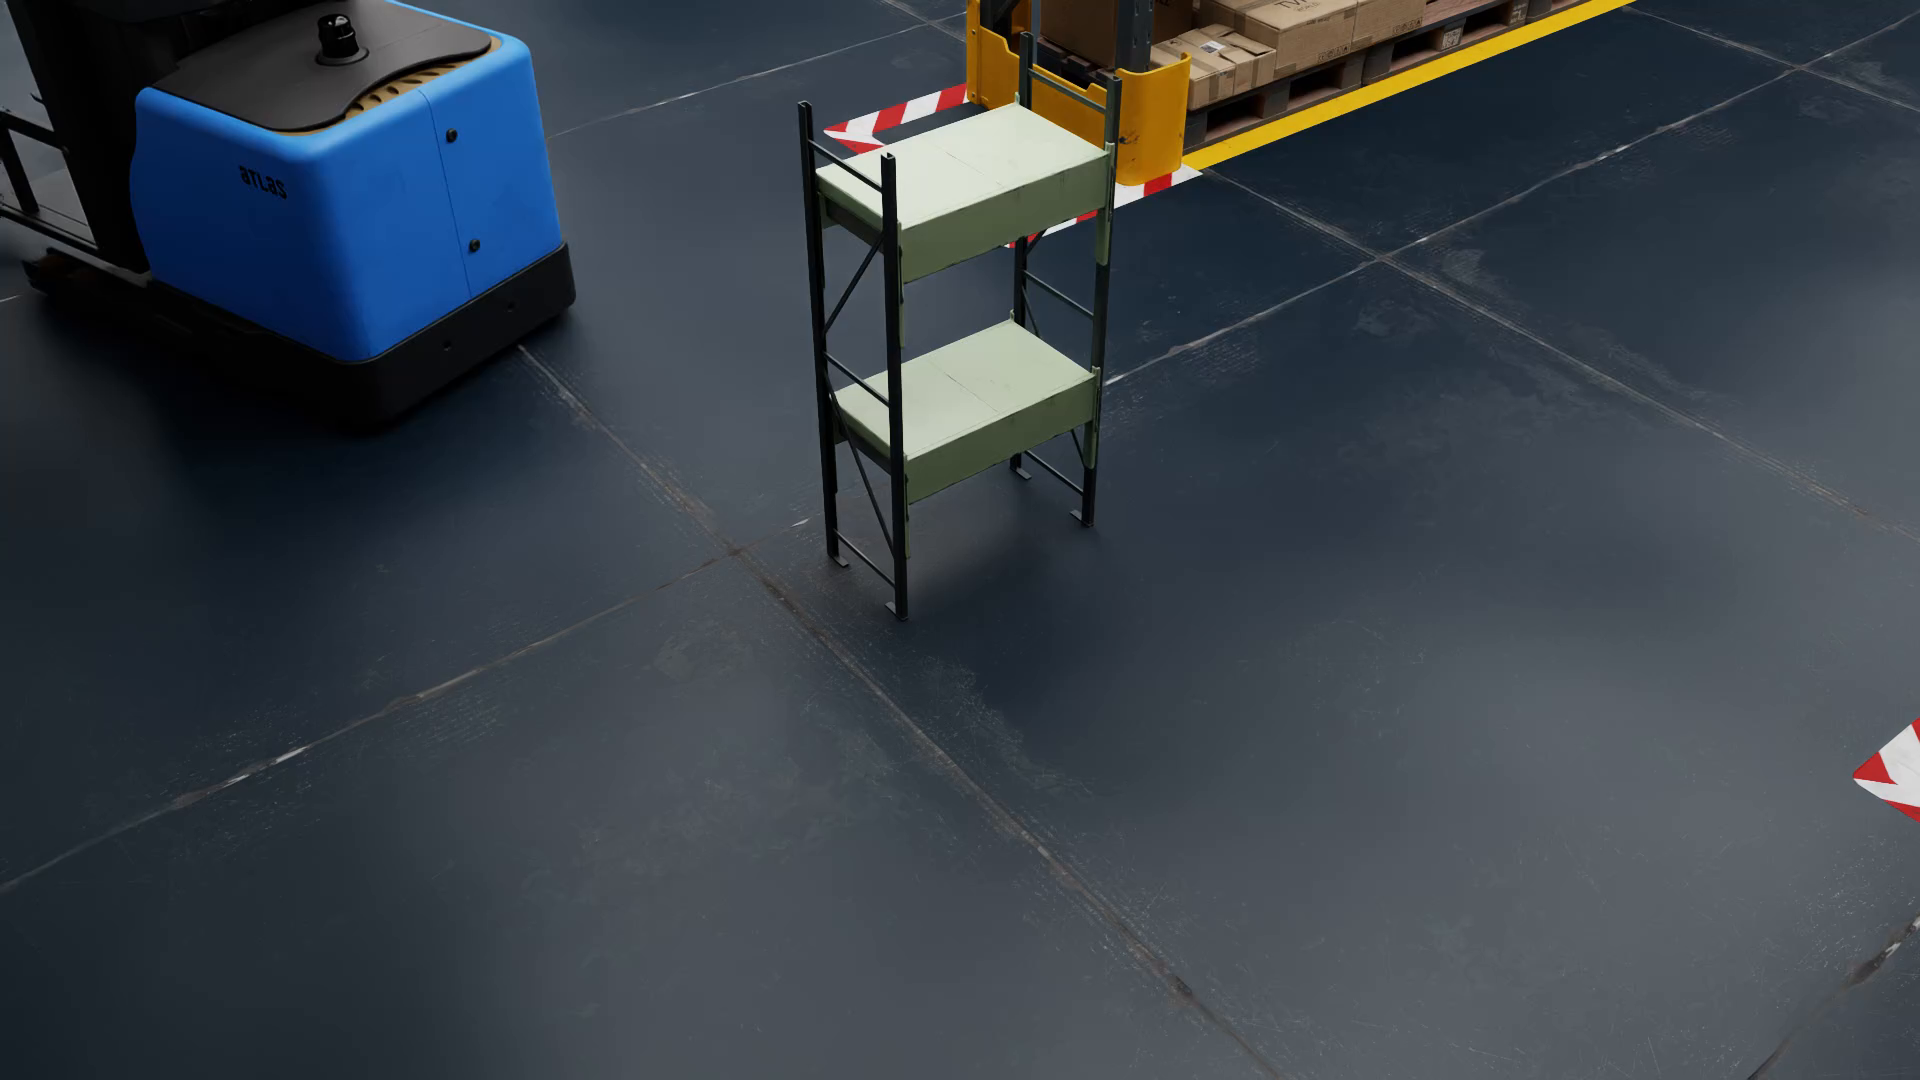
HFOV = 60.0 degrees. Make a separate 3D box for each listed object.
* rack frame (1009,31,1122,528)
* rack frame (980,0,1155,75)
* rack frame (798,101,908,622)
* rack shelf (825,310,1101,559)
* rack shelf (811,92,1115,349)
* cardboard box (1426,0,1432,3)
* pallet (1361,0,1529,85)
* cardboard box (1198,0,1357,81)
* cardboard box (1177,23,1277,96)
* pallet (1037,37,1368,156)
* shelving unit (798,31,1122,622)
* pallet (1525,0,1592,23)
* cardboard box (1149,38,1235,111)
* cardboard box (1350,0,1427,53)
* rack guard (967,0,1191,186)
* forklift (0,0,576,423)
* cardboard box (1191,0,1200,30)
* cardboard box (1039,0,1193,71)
[{"bbox_3d":[0.295,-0.724,4.950,0.023,1.500,0.400,-26,46,-28],"label":"rack frame"},{"bbox_3d":[0.436,-2.982,6.520,0.127,3.000,1.000,-26,46,-28],"label":"rack frame"},{"bbox_3d":[-0.285,-0.441,4.605,0.023,1.500,0.400,-26,46,-28],"label":"rack frame"},{"bbox_3d":[0.005,-0.330,4.984,0.720,0.370,0.431,-26,46,-28],"label":"rack shelf"},{"bbox_3d":[0.005,-0.884,4.530,0.720,0.370,0.431,-26,46,-28],"label":"rack shelf"},{"bbox_3d":[2.121,-3.004,8.168,0.637,0.503,0.797,-26,46,-28],"label":"cardboard box"},{"bbox_3d":[2.094,-2.710,8.388,1.213,0.211,1.003,-26,46,-28],"label":"pallet"},{"bbox_3d":[1.436,-2.349,7.570,0.500,0.250,0.500,-26,46,-28],"label":"cardboard box"},{"bbox_3d":[1.176,-2.142,7.383,0.250,0.166,0.380,-26,46,-28],"label":"cardboard box"},{"bbox_3d":[1.128,-2.241,7.816,1.213,0.211,1.003,-26,46,-28],"label":"pallet"},{"bbox_3d":[0.005,-0.582,4.777,0.755,1.500,0.431,-26,46,-28],"label":"shelving unit"},{"bbox_3d":[3.062,-3.185,8.966,1.213,0.211,1.003,-26,46,-28],"label":"pallet"},{"bbox_3d":[0.977,-2.039,7.271,0.250,0.149,0.380,-26,46,-28],"label":"cardboard box"},{"bbox_3d":[1.833,-2.543,7.806,0.500,0.250,0.500,-26,46,-28],"label":"cardboard box"},{"bbox_3d":[0.496,-2.045,7.348,0.348,0.500,1.175,-26,46,-28],"label":"rack guard"},{"bbox_3d":[-2.955,-2.248,5.679,3.031,2.935,1.130,22,44,25],"label":"forklift"},{"bbox_3d":[1.093,-2.502,7.822,0.250,0.166,0.380,-26,46,-28],"label":"cardboard box"},{"bbox_3d":[0.717,-2.519,7.580,0.500,0.500,0.500,-26,46,-28],"label":"cardboard box"}]
